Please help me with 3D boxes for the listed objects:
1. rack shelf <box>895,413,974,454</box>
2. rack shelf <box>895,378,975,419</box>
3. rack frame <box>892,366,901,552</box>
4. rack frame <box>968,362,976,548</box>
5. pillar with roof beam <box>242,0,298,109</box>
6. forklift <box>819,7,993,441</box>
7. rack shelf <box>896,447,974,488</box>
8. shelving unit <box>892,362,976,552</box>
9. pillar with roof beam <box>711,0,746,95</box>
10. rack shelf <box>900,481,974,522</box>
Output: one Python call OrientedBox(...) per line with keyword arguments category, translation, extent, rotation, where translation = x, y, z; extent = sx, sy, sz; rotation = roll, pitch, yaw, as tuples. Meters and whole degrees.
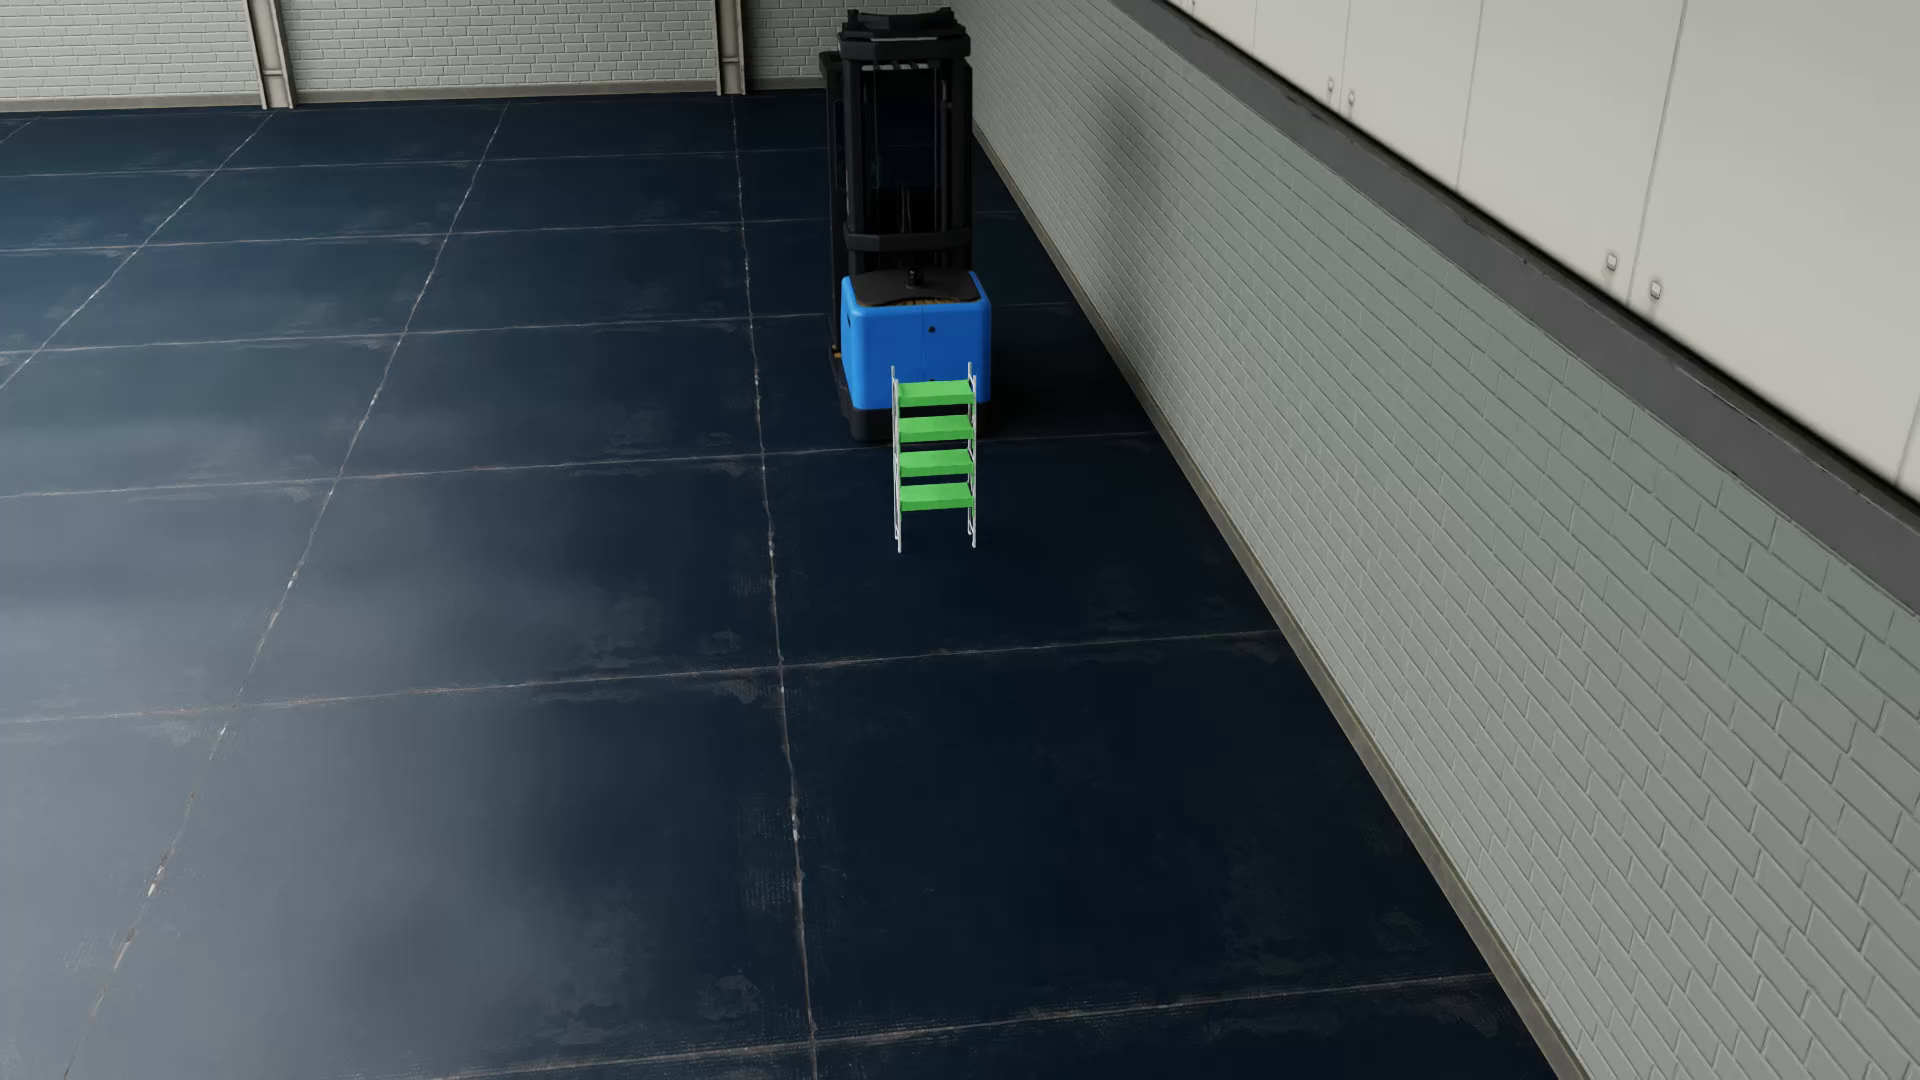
OrientedBox(category="rack shelf", translation=(-0.164, -0.680, 10.578), extent=(0.480, 0.148, 0.258), rotation=(-4, 27, -7))
OrientedBox(category="rack shelf", translation=(-0.164, -0.894, 10.468), extent=(0.480, 0.148, 0.258), rotation=(-4, 27, -7))
OrientedBox(category="rack frame", translation=(-0.406, -0.508, 10.628), extent=(0.015, 1.200, 0.240), rotation=(-4, 27, -7))
OrientedBox(category="rack frame", translation=(0.078, -0.539, 10.688), extent=(0.015, 1.200, 0.240), rotation=(-4, 27, -7))
OrientedBox(category="pillar with roof beam", translation=(-8.506, -7.875, 16.442), extent=(0.400, 9.000, 9.100), rotation=(-4, 27, -7))
OrientedBox(category="forklift", translation=(-0.488, -2.682, 12.968), extent=(1.130, 2.935, 3.031), rotation=(-4, 27, -8))
OrientedBox(category="rack shelf", translation=(-0.164, -0.466, 10.687), extent=(0.480, 0.148, 0.258), rotation=(-4, 27, -7))
OrientedBox(category="shelving unit", translation=(-0.164, -0.523, 10.658), extent=(0.503, 1.200, 0.258), rotation=(-4, 27, -7))
OrientedBox(category="pillar with roof beam", translation=(-2.565, -8.256, 17.186), extent=(0.400, 9.000, 9.100), rotation=(-4, 27, -7))
OrientedBox(category="rack shelf", translation=(-0.164, -0.253, 10.797), extent=(0.480, 0.148, 0.258), rotation=(-4, 27, -7))
